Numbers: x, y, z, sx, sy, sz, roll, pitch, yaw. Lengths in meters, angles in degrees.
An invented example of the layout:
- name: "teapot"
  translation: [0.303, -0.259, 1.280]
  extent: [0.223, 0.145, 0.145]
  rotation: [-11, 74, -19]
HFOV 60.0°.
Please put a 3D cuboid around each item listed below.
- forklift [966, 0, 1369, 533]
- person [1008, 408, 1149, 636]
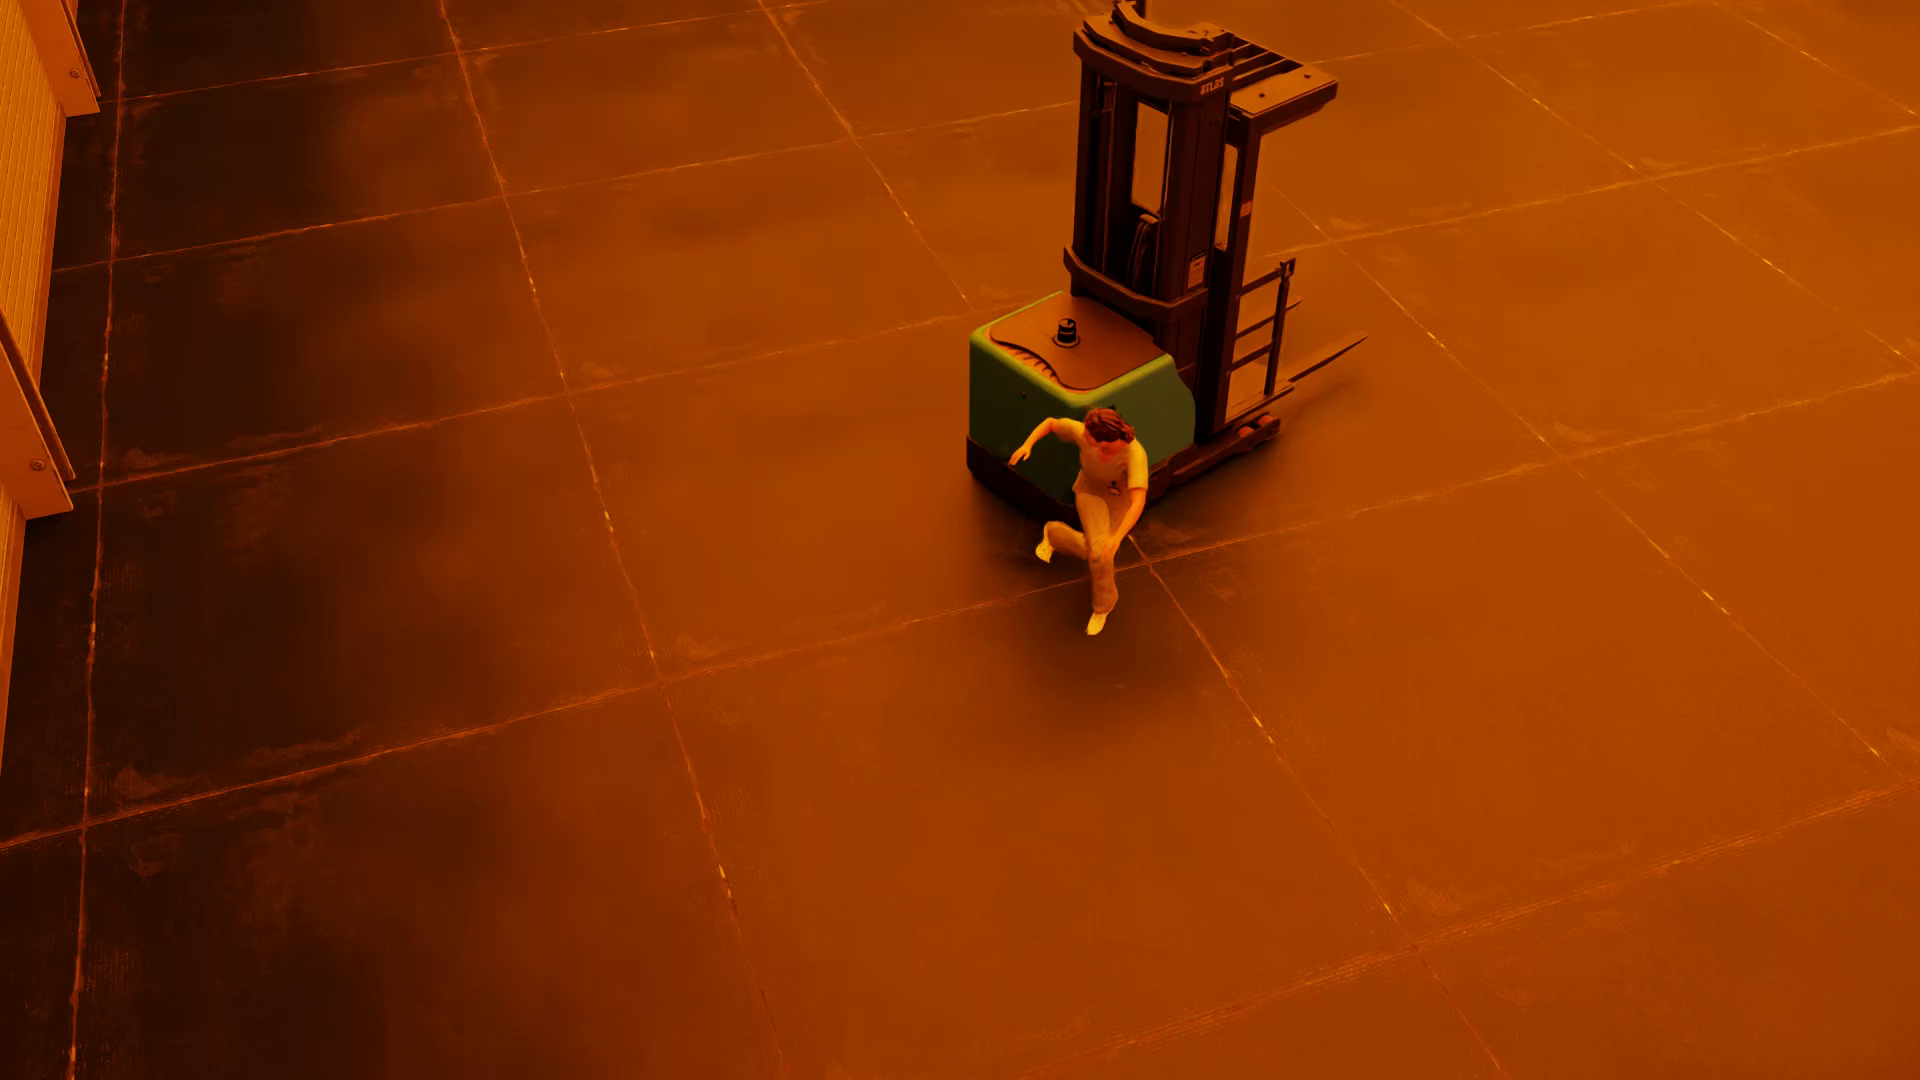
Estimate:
- name: "forklift"
  translation: [1.495, -1.938, 10.305]
  extent: [3.031, 2.935, 1.130]
  rotation: [-28, 48, -29]
- name: "person"
  translation: [0.649, -0.143, 9.367]
  extent: [0.767, 1.438, 1.072]
  rotation: [2, 40, 2]
